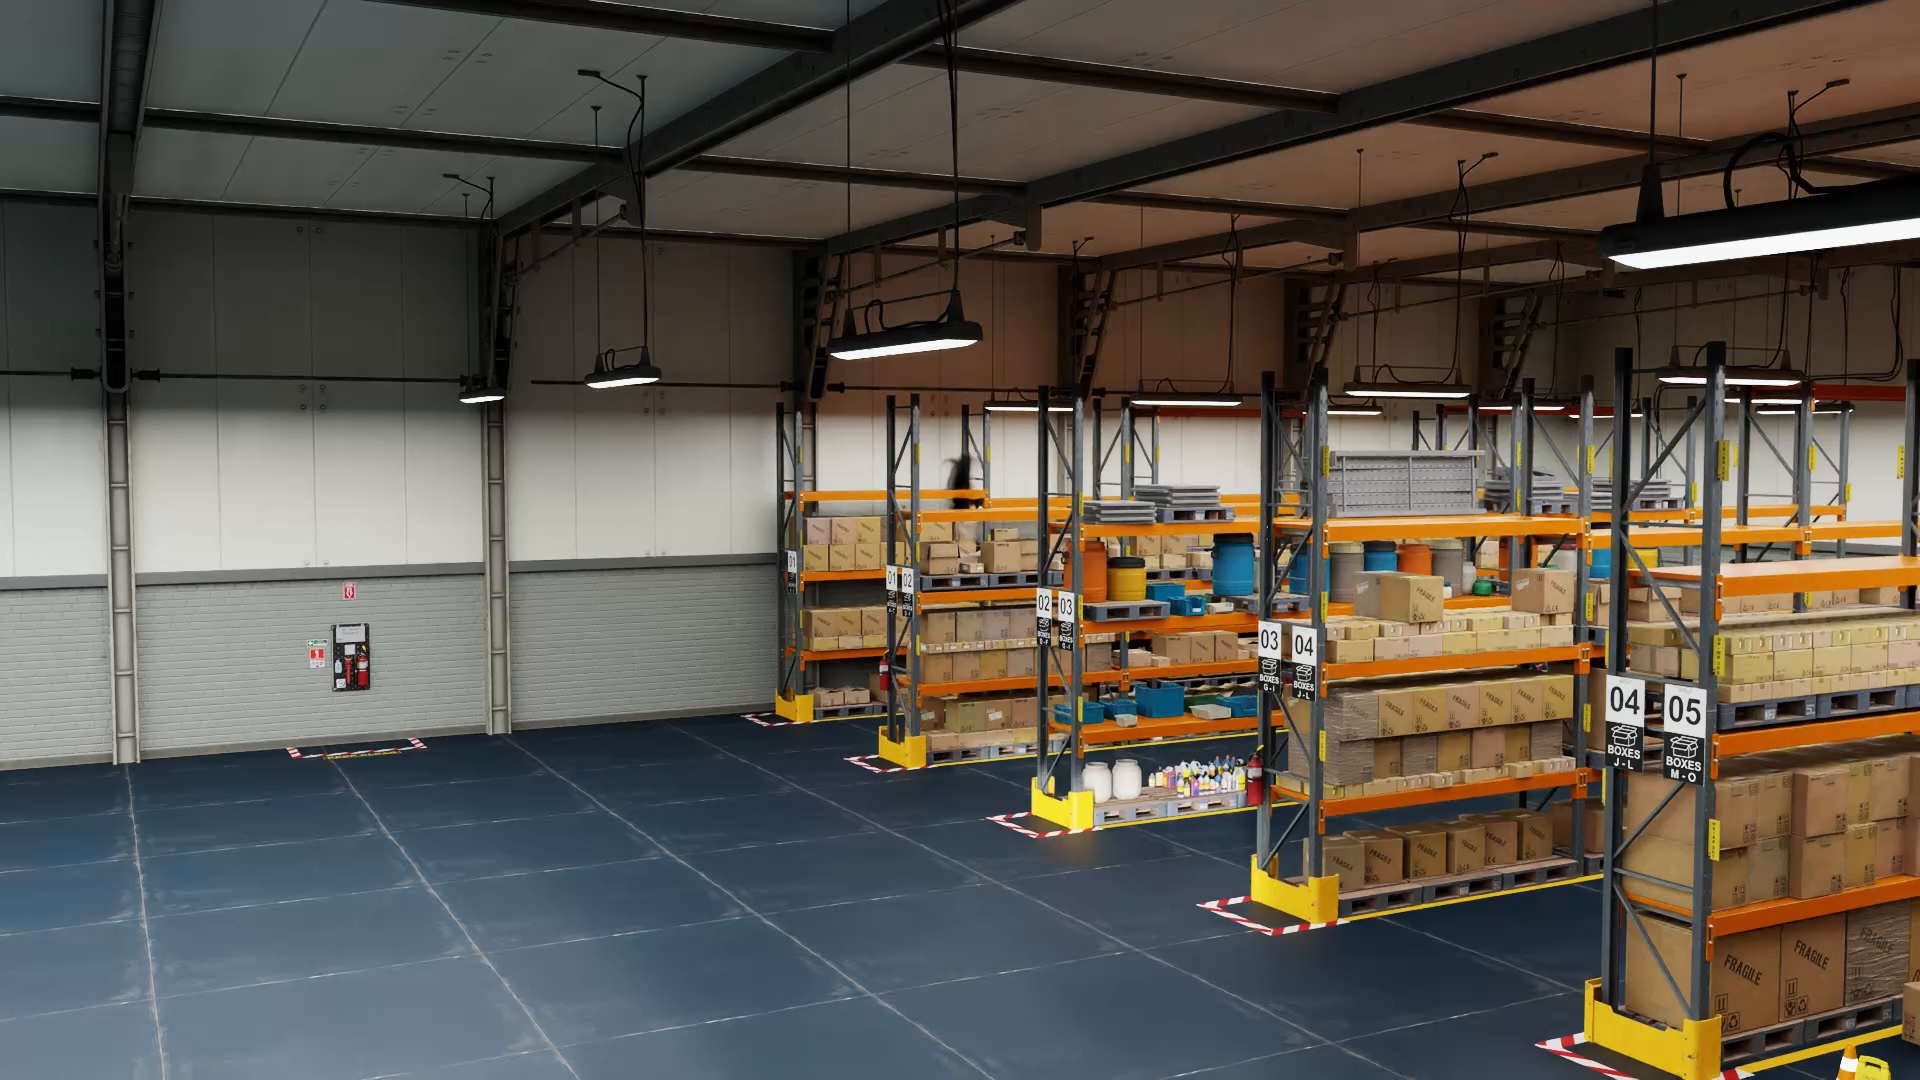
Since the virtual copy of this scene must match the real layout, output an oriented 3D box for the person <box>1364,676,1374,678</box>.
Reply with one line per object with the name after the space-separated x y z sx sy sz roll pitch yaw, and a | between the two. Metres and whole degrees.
7.038 2.682 29.344 0.915 1.622 0.690 -2 4 -35 | person
